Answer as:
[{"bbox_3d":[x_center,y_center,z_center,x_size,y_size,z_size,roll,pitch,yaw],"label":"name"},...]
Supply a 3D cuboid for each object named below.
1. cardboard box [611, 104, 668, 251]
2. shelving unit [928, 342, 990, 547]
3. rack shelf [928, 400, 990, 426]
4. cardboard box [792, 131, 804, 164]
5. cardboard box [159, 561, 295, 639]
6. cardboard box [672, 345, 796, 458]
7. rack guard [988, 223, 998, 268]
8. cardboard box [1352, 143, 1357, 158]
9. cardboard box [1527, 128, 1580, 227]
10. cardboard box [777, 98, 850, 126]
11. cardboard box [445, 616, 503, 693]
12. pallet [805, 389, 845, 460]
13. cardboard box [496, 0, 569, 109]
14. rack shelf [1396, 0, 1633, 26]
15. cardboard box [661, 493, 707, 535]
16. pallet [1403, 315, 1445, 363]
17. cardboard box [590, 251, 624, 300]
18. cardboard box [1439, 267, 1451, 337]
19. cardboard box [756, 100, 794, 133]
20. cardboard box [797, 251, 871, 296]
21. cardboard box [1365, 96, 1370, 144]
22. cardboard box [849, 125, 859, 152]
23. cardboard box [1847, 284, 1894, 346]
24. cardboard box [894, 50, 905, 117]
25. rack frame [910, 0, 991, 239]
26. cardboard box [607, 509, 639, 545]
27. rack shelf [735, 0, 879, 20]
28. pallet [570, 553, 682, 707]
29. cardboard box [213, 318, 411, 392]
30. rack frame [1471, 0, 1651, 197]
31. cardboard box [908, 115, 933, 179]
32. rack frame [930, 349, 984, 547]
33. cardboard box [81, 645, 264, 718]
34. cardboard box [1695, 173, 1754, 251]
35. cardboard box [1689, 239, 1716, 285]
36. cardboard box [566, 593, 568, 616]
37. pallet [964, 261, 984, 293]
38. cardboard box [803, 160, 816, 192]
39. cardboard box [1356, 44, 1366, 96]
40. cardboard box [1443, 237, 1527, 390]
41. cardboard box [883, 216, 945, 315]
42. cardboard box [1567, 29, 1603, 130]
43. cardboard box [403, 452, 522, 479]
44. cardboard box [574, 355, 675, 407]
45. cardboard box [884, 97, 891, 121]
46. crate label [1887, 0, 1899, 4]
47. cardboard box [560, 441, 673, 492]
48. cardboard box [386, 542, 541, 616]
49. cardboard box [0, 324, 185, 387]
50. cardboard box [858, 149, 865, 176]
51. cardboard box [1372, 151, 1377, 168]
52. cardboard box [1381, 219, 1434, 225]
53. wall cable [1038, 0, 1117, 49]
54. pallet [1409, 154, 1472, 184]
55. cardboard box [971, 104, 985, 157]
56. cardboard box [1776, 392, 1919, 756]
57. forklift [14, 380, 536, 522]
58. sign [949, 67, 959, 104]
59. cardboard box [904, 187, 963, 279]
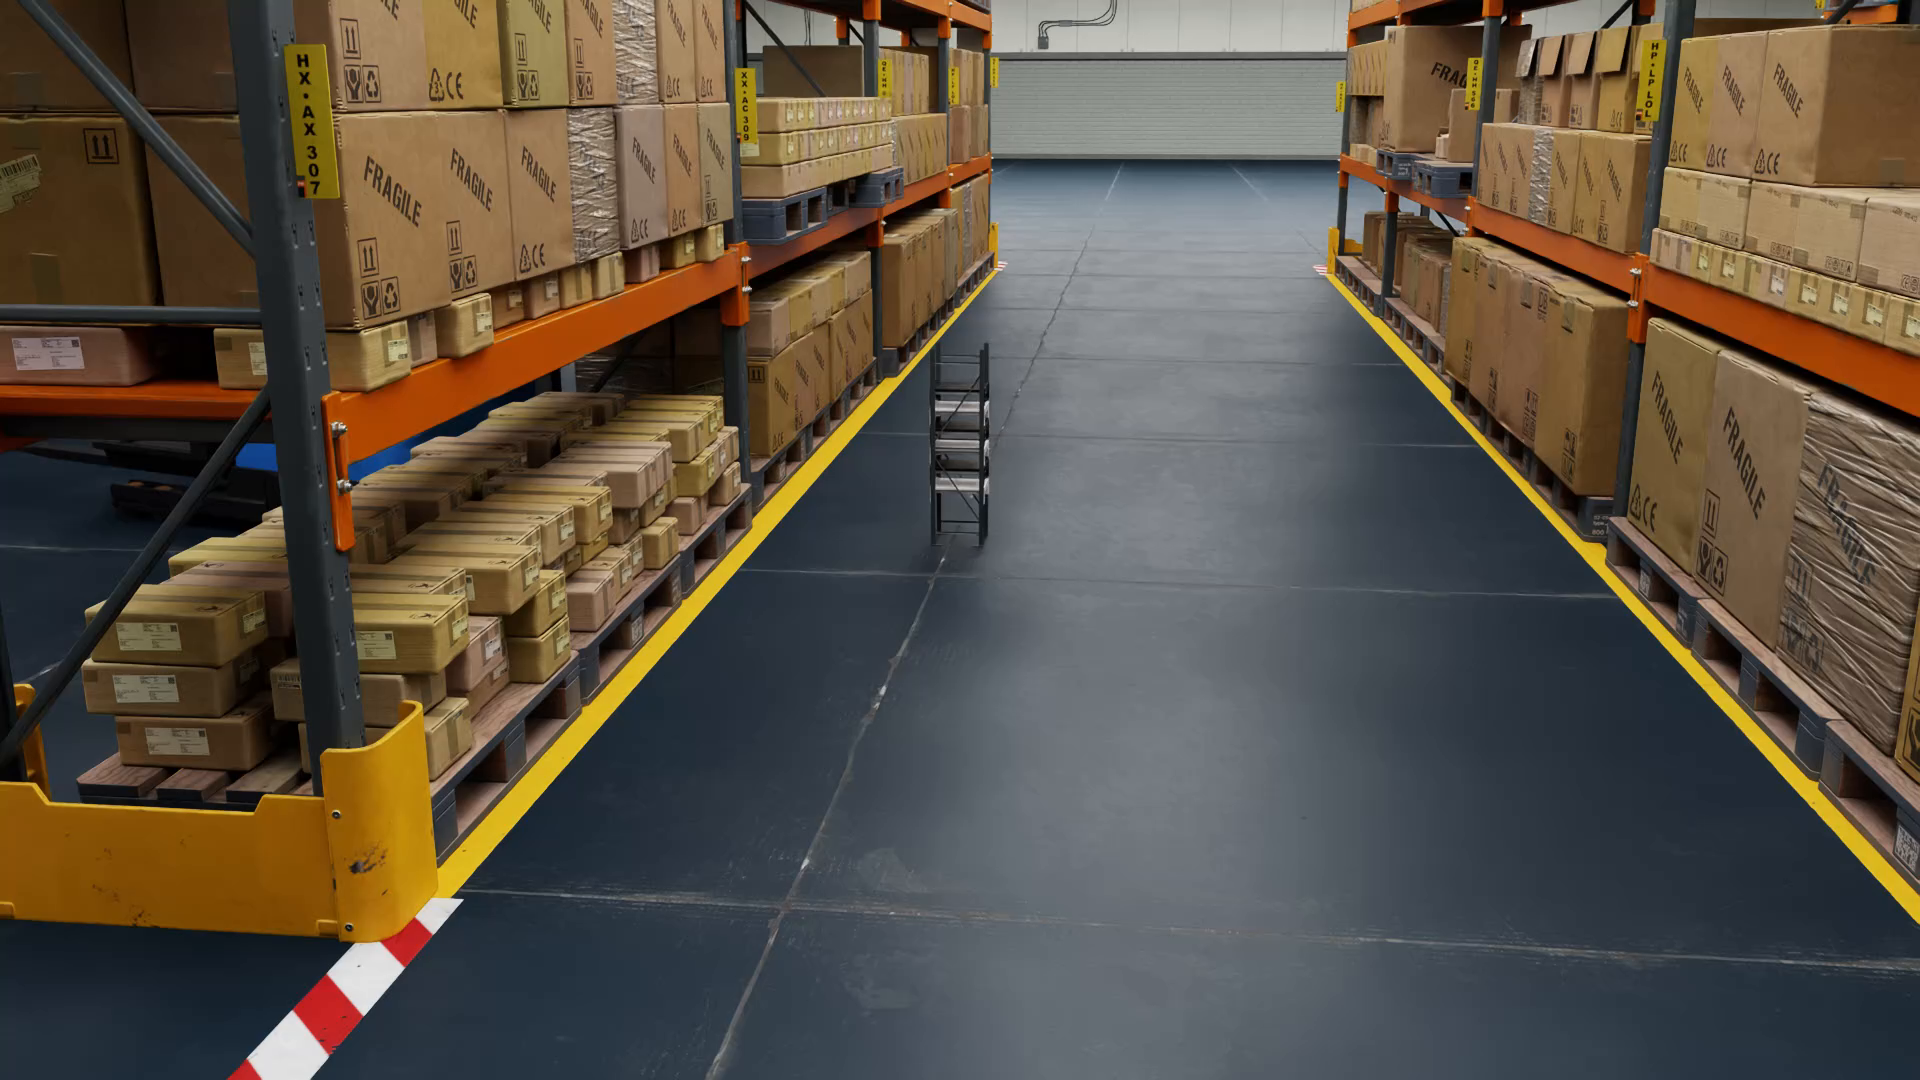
[{"bbox_3d":[-1.395,-1.341,6.112,0.500,0.500,0.500,2,15,6],"label":"cardboard box"},{"bbox_3d":[-0.001,-0.432,7.537,0.258,0.900,0.210,2,15,6],"label":"shelving unit"},{"bbox_3d":[-0.001,-0.574,7.499,0.258,0.077,0.200,2,15,6],"label":"rack shelf"},{"bbox_3d":[-0.975,-1.927,8.149,0.380,0.149,0.250,1,15,5],"label":"cardboard box"},{"bbox_3d":[-2.062,0.169,4.807,0.380,0.149,0.250,2,15,7],"label":"cardboard box"},{"bbox_3d":[-1.157,-0.726,8.585,0.500,0.500,0.500,2,15,8],"label":"cardboard box"},{"bbox_3d":[-0.147,-3.458,19.493,1.175,0.500,0.348,2,15,6],"label":"rack guard"},{"bbox_3d":[4.408,-4.169,17.816,0.380,0.149,0.250,2,15,6],"label":"cardboard box"},{"bbox_3d":[3.370,-1.945,8.917,0.500,0.500,0.500,2,15,6],"label":"cardboard box"},{"bbox_3d":[-0.831,-2.409,9.361,0.380,0.149,0.250,2,15,8],"label":"cardboard box"},{"bbox_3d":[-1.554,0.323,4.807,0.380,0.149,0.250,2,15,6],"label":"cardboard box"},{"bbox_3d":[-1.282,-0.719,9.918,1.003,0.211,1.213,2,15,6],"label":"pallet"},{"bbox_3d":[-1.509,-1.557,4.997,0.500,0.500,0.500,1,15,5],"label":"cardboard box"},{"bbox_3d":[4.090,-4.031,12.454,1.077,0.370,4.000,2,15,6],"label":"rack shelf"},{"bbox_3d":[-1.288,-0.126,7.037,0.380,0.149,0.250,1,15,4],"label":"cardboard box"},{"bbox_3d":[4.094,-1.583,13.113,1.003,0.211,1.213,2,15,6],"label":"pallet"},{"bbox_3d":[-1.409,-0.936,5.860,0.380,0.149,0.250,2,15,7],"label":"cardboard box"},{"bbox_3d":[3.970,-1.736,12.280,0.700,0.500,0.500,0,15,2],"label":"cardboard box"},{"bbox_3d":[-1.002,-2.003,7.862,0.380,0.149,0.250,2,15,9],"label":"cardboard box"},{"bbox_3d":[-0.869,-1.757,10.959,0.500,0.250,0.500,1,15,5],"label":"cardboard box"},{"bbox_3d":[4.740,-4.403,17.437,0.875,0.500,0.500,2,15,6],"label":"cardboard box"},{"bbox_3d":[-0.799,-2.333,9.649,0.380,0.149,0.250,2,15,8],"label":"cardboard box"},{"bbox_3d":[2.817,-0.649,4.799,0.380,0.149,0.250,2,15,6],"label":"cardboard box"},{"bbox_3d":[-0.823,-3.628,13.224,0.700,0.500,0.500,2,15,6],"label":"cardboard box"},{"bbox_3d":[-0.150,-4.659,19.144,1.000,3.000,0.127,2,15,6],"label":"rack frame"},{"bbox_3d":[-1.440,-0.087,6.324,0.380,0.149,0.250,1,15,4],"label":"cardboard box"},{"bbox_3d":[-1.278,-3.166,9.254,1.077,0.370,4.000,2,15,6],"label":"rack shelf"},{"bbox_3d":[-1.680,0.292,6.176,1.003,0.211,1.213,2,15,6],"label":"pallet"},{"bbox_3d":[-1.593,-0.462,4.105,0.380,0.149,0.250,2,15,6],"label":"cardboard box"},{"bbox_3d":[3.864,-2.411,10.833,1.000,3.000,0.127,2,15,6],"label":"rack frame"},{"bbox_3d":[-0.509,-3.264,13.795,0.500,0.500,0.500,2,15,7],"label":"cardboard box"},{"bbox_3d":[-0.012,-0.406,7.439,0.240,0.900,0.006,2,15,6],"label":"rack frame"},{"bbox_3d":[-2.179,0.376,4.613,0.380,0.149,0.250,1,15,5],"label":"cardboard box"},{"bbox_3d":[3.039,-1.202,6.079,0.500,0.250,0.500,2,15,6],"label":"cardboard box"},{"bbox_3d":[2.990,-1.049,6.277,0.380,0.149,0.250,2,15,8],"label":"cardboard box"},{"bbox_3d":[-1.537,0.271,5.569,0.380,0.149,0.250,2,15,6],"label":"cardboard box"},{"bbox_3d":[-0.303,-2.787,17.565,1.003,0.211,1.213,2,15,6],"label":"pallet"},{"bbox_3d":[-0.945,-1.853,8.445,0.380,0.149,0.250,2,15,7],"label":"cardboard box"},{"bbox_3d":[4.316,-4.767,16.868,0.500,0.500,0.500,2,15,6],"label":"cardboard box"},{"bbox_3d":[3.766,-1.410,10.396,1.225,0.875,0.875,1,15,4],"label":"cardboard box"},{"bbox_3d":[-0.695,-2.324,14.016,1.050,0.750,0.750,2,15,6],"label":"cardboard box"},{"bbox_3d":[3.620,-2.412,8.721,0.797,0.503,0.637,2,15,8],"label":"cardboard box"},{"bbox_3d":[-1.884,-0.235,6.302,0.380,0.149,0.250,1,15,4],"label":"cardboard box"},{"bbox_3d":[-1.671,-0.742,8.642,0.500,0.500,0.500,1,15,5],"label":"cardboard box"},{"bbox_3d":[-0.652,-2.812,10.851,0.380,0.149,0.250,1,15,4],"label":"cardboard box"},{"bbox_3d":[9.149,-5.241,15.835,0.502,0.251,0.408,2,15,6],"label":"crate label"},{"bbox_3d":[-1.341,-0.290,6.505,0.380,0.149,0.250,1,15,4],"label":"cardboard box"},{"bbox_3d":[-1.491,0.115,5.007,0.380,0.149,0.250,2,15,6],"label":"cardboard box"},{"bbox_3d":[-2.199,-0.480,4.173,0.380,0.149,0.250,2,15,6],"label":"cardboard box"},{"bbox_3d":[-0.771,-2.258,9.943,0.380,0.149,0.250,1,15,4],"label":"cardboard box"},{"bbox_3d":[4.091,-3.588,15.665,0.380,0.149,0.250,2,15,6],"label":"cardboard box"},{"bbox_3d":[4.557,-3.003,17.005,0.500,0.500,0.500,3,15,11],"label":"cardboard box"},{"bbox_3d":[3.476,-17.529,48.734,2.305,6.003,0.169,2,15,6],"label":"wall cable"},{"bbox_3d":[4.047,-2.833,12.761,1.003,0.211,1.213,2,15,6],"label":"pallet"},{"bbox_3d":[-0.187,-4.490,18.233,0.875,0.550,0.550,2,15,6],"label":"cardboard box"},{"bbox_3d":[3.057,0.082,4.878,0.875,0.875,0.875,2,15,6],"label":"cardboard box"},{"bbox_3d":[-3.566,-1.628,8.069,3.031,2.935,1.130,7,17,24],"label":"forklift"},{"bbox_3d":[-0.061,-4.128,15.116,0.100,0.325,0.005,2,15,6],"label":"sign"},{"bbox_3d":[-0.461,-2.959,16.125,0.875,0.875,0.875,2,15,7],"label":"cardboard box"}]
